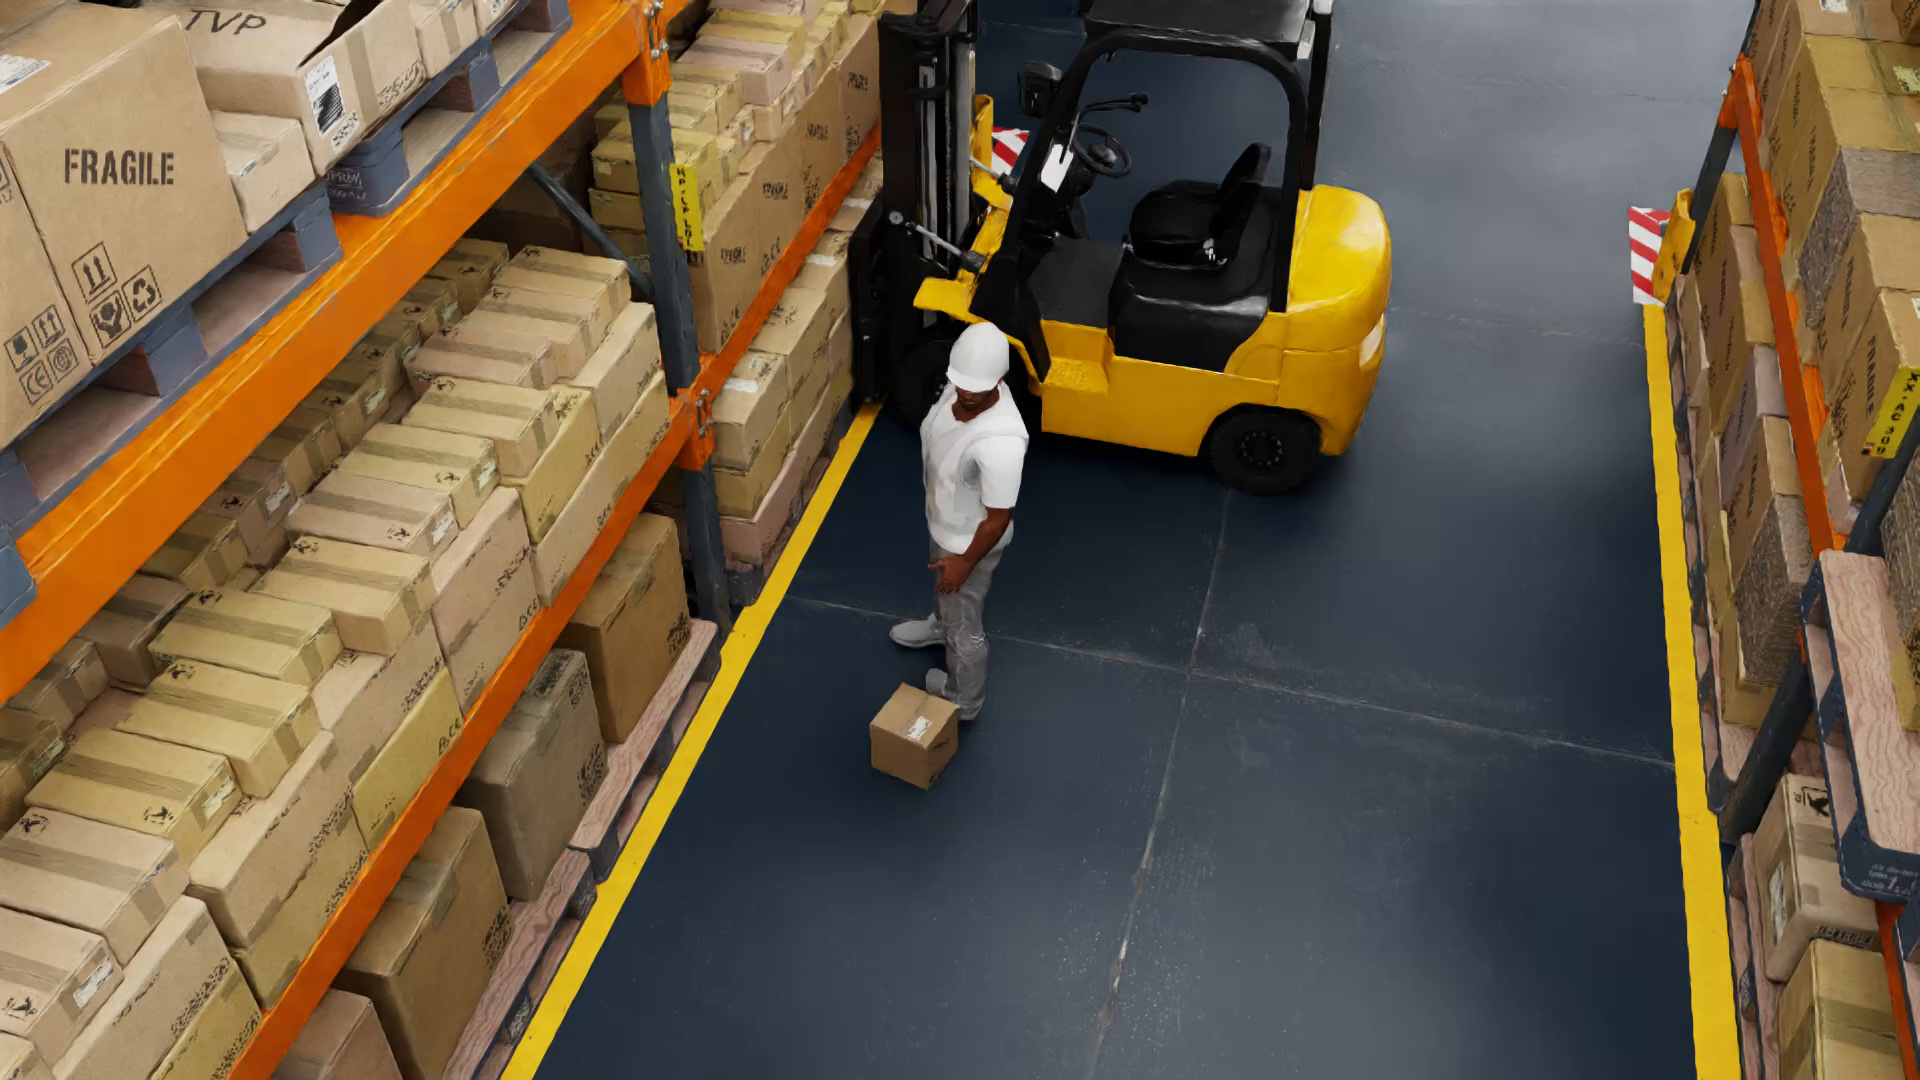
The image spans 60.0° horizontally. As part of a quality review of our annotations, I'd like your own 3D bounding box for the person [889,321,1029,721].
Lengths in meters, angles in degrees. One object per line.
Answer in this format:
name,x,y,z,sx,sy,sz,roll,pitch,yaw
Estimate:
person,-0.024,-0.087,6.234,0.471,1.773,0.666,-5,41,-6
